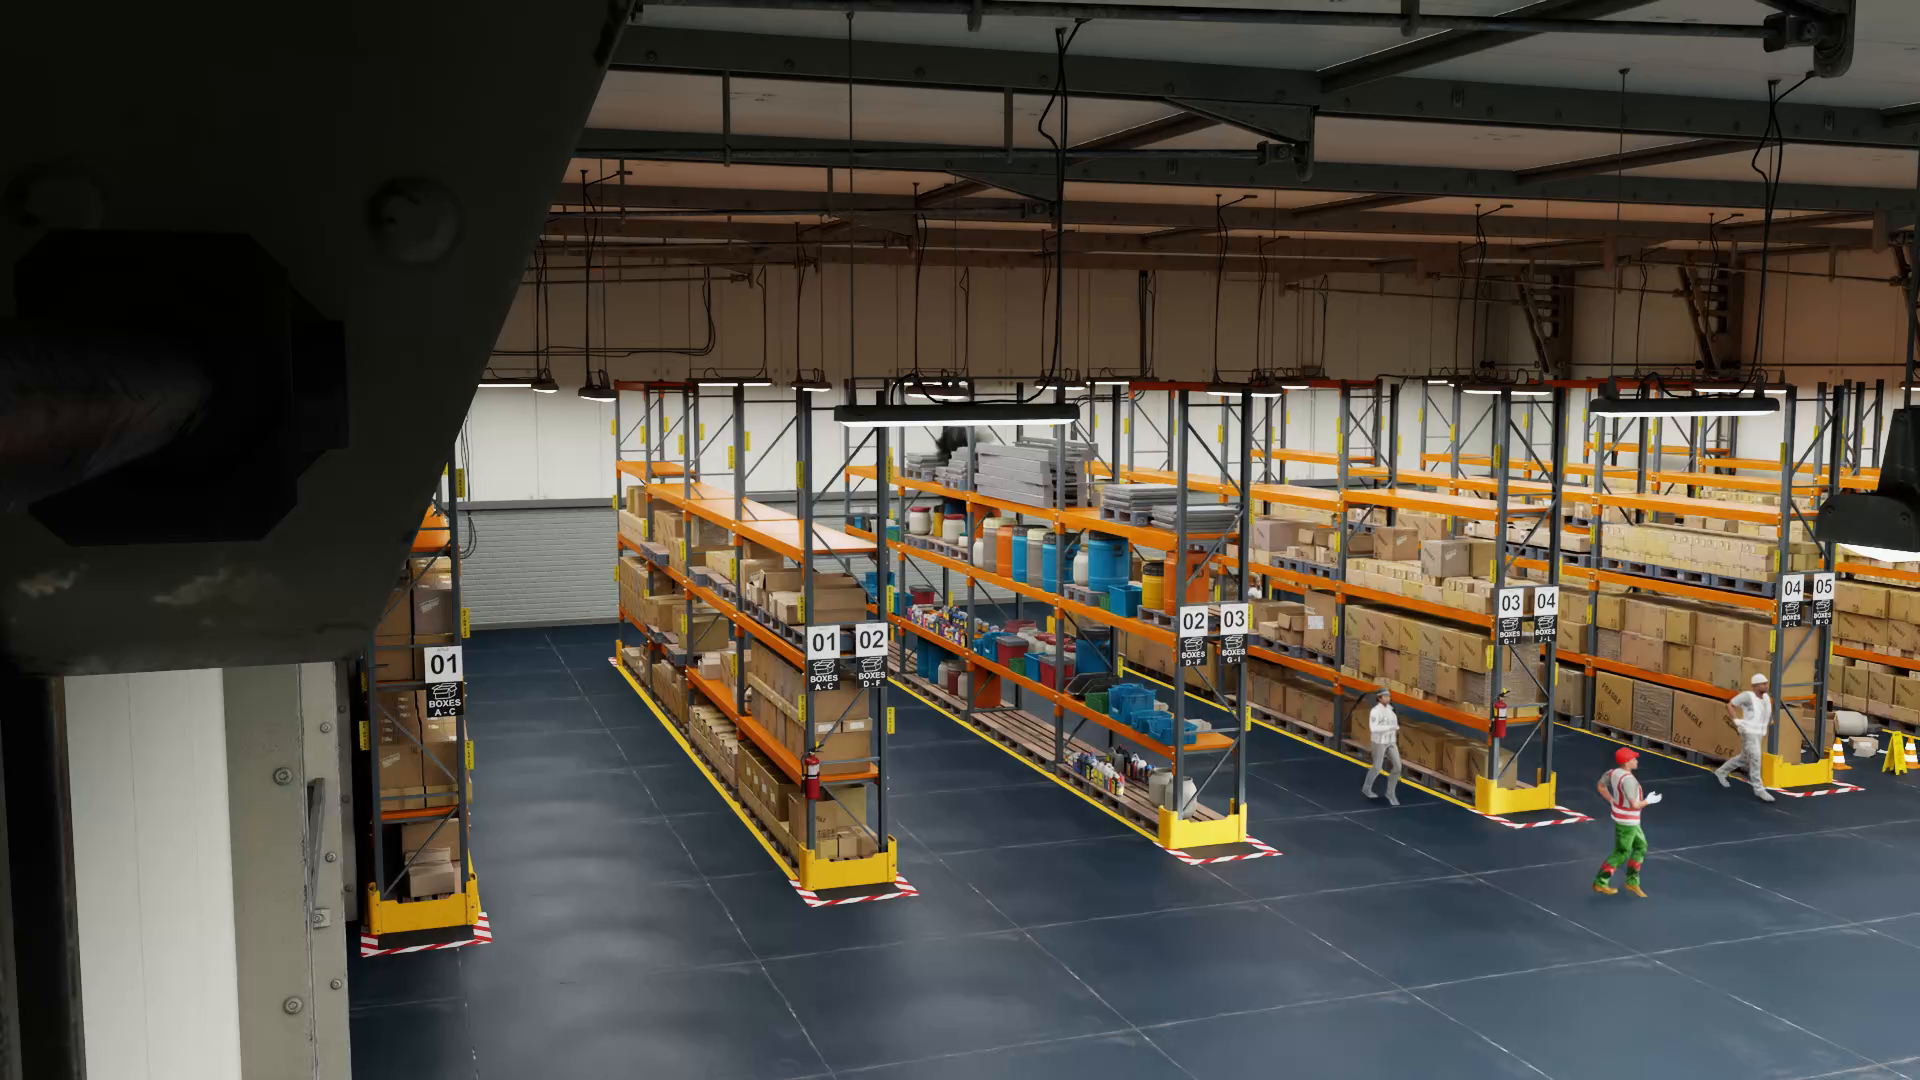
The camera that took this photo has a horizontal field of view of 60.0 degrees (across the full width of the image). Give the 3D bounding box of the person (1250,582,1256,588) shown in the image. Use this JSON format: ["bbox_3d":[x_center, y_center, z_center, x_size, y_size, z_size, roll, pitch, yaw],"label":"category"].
[{"bbox_3d":[7.245,1.110,41.521,0.903,1.640,0.626,2,6,22],"label":"person"}]

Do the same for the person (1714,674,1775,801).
[{"bbox_3d":[11.665,2.841,24.446,0.730,1.762,1.024,-4,7,-32],"label":"person"}]

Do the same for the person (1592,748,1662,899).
[{"bbox_3d":[7.879,3.359,19.666,0.736,1.836,0.632,1,6,10],"label":"person"}]

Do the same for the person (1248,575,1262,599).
[{"bbox_3d":[6.625,1.606,37.007,0.618,1.678,0.553,-2,6,-17],"label":"person"}]

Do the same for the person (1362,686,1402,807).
[{"bbox_3d":[6.109,2.962,23.960,0.593,1.750,0.697,-4,7,-31],"label":"person"}]
